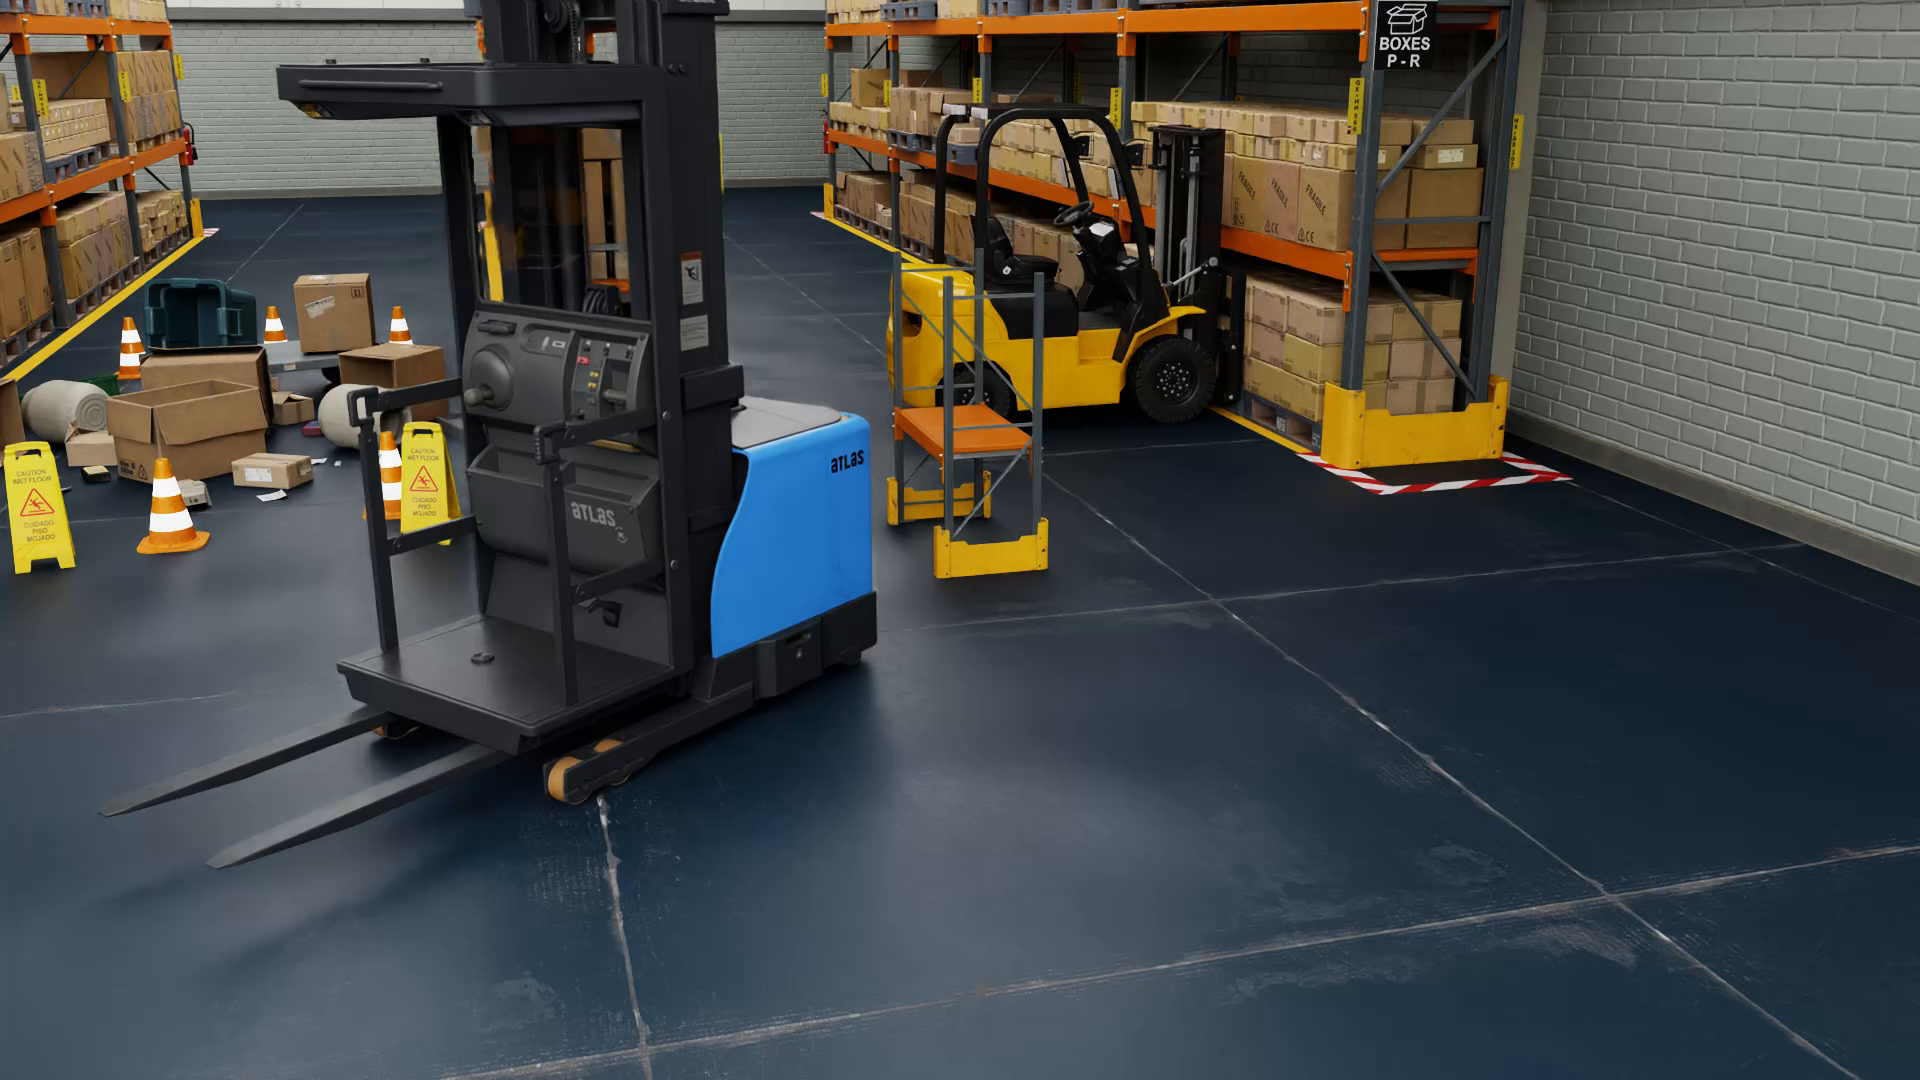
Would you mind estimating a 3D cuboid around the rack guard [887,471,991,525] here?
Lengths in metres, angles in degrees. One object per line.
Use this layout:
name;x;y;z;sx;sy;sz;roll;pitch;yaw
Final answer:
rack guard;-0.116;-0.236;9.304;0.587;0.250;0.087;-5;17;-15

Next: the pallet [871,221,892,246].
pallet;-0.581;-4.149;22.397;1.003;0.211;1.213;-5;17;-15

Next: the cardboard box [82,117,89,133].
cardboard box;-9.309;-4.321;17.314;0.380;0.149;0.250;-6;18;-18

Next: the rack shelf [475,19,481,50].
rack shelf;-5.715;-6.546;21.567;1.077;0.370;4.000;-5;17;-15

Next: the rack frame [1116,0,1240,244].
rack frame;1.805;-3.081;13.996;1.000;3.000;0.127;-5;17;-15

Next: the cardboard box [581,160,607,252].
cardboard box;-2.281;-1.900;9.373;0.500;0.500;0.500;-5;17;-16

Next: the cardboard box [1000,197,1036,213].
cardboard box;0.670;-3.809;18.907;0.380;0.149;0.250;-4;17;-15

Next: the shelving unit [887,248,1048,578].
shelving unit;0.021;-0.697;8.666;0.587;1.500;1.083;-5;17;-15

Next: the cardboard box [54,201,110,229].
cardboard box;-9.162;-3.370;17.269;0.500;0.250;0.500;-6;18;-18

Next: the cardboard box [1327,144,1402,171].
cardboard box;2.540;-2.407;10.451;0.380;0.149;0.250;-4;17;-14

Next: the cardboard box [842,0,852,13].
cardboard box;-1.345;-7.482;23.176;0.500;0.250;0.500;-5;17;-17

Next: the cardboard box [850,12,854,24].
cardboard box;-1.301;-7.179;22.859;0.380;0.149;0.250;-5;17;-15

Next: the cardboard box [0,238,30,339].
cardboard box;-8.473;-2.082;13.848;1.050;0.750;0.750;-4;17;-14

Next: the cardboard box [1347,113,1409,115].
cardboard box;2.838;-2.802;11.249;0.380;0.149;0.250;-5;17;-15

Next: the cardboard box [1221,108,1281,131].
cardboard box;2.123;-3.053;12.084;0.380;0.149;0.250;-5;17;-15

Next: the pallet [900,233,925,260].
pallet;-0.134;-3.737;21.025;1.003;0.211;1.213;-5;17;-15

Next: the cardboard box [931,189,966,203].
cardboard box;-0.132;-4.132;19.983;0.380;0.149;0.250;-4;17;-13

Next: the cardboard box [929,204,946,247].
cardboard box;-0.052;-3.718;19.730;0.500;0.500;0.500;-5;18;-17

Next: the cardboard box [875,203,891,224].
cardboard box;-0.927;-4.416;22.460;0.396;0.266;0.258;-4;17;-13

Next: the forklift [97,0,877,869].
forklift;-1.614;-0.628;5.949;1.130;2.935;3.031;11;20;33

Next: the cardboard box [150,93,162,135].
cardboard box;-10.213;-5.253;20.535;0.500;0.500;0.500;-4;17;-12

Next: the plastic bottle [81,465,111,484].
plastic bottle;-5.313;-0.409;10.209;0.133;0.061;0.283;-12;20;-34

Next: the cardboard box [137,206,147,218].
cardboard box;-10.021;-3.931;20.016;0.380;0.149;0.250;-5;17;-17

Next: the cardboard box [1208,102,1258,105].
cardboard box;2.212;-3.445;13.389;0.380;0.149;0.250;-5;17;-17

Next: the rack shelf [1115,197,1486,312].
rack shelf;2.355;-2.184;12.258;1.077;0.370;4.000;-5;17;-15

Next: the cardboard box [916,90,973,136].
cardboard box;-0.118;-5.031;19.584;0.700;0.500;0.500;-5;17;-16

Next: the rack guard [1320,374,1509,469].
rack guard;2.911;-0.771;10.650;1.175;0.500;0.348;-5;17;-15

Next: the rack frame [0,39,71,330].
rack frame;-8.797;-3.375;14.974;1.000;3.000;0.127;-5;17;-15

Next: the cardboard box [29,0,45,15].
cardboard box;-8.698;-5.039;15.124;0.500;0.500;0.500;-5;17;-15

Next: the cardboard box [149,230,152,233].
cardboard box;-10.105;-3.720;20.346;0.380;0.149;0.250;-5;18;-18

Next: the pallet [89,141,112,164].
pallet;-9.826;-4.167;17.943;1.003;0.211;1.213;-5;17;-15

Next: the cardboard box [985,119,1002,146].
cardboard box;0.569;-4.211;17.150;0.500;0.250;0.500;-5;17;-15

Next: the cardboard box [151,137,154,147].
cardboard box;-10.277;-4.964;20.702;0.380;0.149;0.250;-4;17;-14

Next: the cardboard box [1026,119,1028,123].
cardboard box;0.862;-4.154;16.265;0.380;0.149;0.250;-5;17;-15

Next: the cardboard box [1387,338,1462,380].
cardboard box;2.975;-1.245;11.064;0.500;0.250;0.500;-4;17;-14

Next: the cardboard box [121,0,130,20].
cardboard box;-9.917;-6.133;19.202;0.500;0.250;0.500;-5;17;-16

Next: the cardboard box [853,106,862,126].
cardboard box;-1.185;-5.905;23.141;0.500;0.250;0.500;-5;17;-17

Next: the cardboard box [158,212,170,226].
cardboard box;-10.122;-4.011;20.798;0.380;0.149;0.250;-5;17;-15

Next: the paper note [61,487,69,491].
paper note;-5.386;-0.296;9.887;0.144;0.017;0.142;1;17;4

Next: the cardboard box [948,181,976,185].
cardboard box;0.062;-4.457;21.065;0.380;0.149;0.250;-5;17;-15

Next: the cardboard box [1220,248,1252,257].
cardboard box;2.280;-2.185;13.323;0.500;0.250;0.500;-5;17;-16

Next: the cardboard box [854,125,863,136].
cardboard box;-1.268;-5.736;23.271;0.380;0.149;0.250;-4;17;-14

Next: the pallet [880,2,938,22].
pallet;-0.282;-6.455;20.339;1.213;0.211;1.003;-5;17;-15

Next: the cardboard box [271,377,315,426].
cardboard box;-4.806;-0.983;11.765;0.396;0.266;0.258;11;20;32

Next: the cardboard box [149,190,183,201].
cardboard box;-10.607;-4.582;22.184;0.380;0.149;0.250;-4;17;-15

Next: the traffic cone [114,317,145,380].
traffic cone;-6.615;-1.544;13.288;0.336;0.463;0.334;-5;17;-15

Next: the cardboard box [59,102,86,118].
cardboard box;-9.318;-4.465;17.274;0.380;0.149;0.250;-5;18;-17

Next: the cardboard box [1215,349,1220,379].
cardboard box;2.051;-1.383;12.393;0.500;0.250;0.500;-4;17;-13

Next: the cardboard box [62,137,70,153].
cardboard box;-9.026;-3.892;16.403;0.380;0.149;0.250;-4;17;-13

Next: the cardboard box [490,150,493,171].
cardboard box;-4.610;-3.982;17.255;0.500;0.250;0.500;-4;17;-14

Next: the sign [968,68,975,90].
sign;0.139;-5.894;21.346;0.100;0.325;0.005;-5;17;-15

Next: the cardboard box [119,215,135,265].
cardboard box;-9.451;-3.301;18.341;0.500;0.500;0.500;-5;17;-16

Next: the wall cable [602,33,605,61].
wall cable;-6.476;-8.167;29.161;0.588;1.984;0.122;-5;17;-15

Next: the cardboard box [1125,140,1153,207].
cardboard box;1.676;-2.986;13.504;0.500;0.500;0.500;-5;17;-17

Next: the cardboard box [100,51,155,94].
cardboard box;-10.192;-5.721;20.354;0.500;0.500;0.500;-5;18;-17
